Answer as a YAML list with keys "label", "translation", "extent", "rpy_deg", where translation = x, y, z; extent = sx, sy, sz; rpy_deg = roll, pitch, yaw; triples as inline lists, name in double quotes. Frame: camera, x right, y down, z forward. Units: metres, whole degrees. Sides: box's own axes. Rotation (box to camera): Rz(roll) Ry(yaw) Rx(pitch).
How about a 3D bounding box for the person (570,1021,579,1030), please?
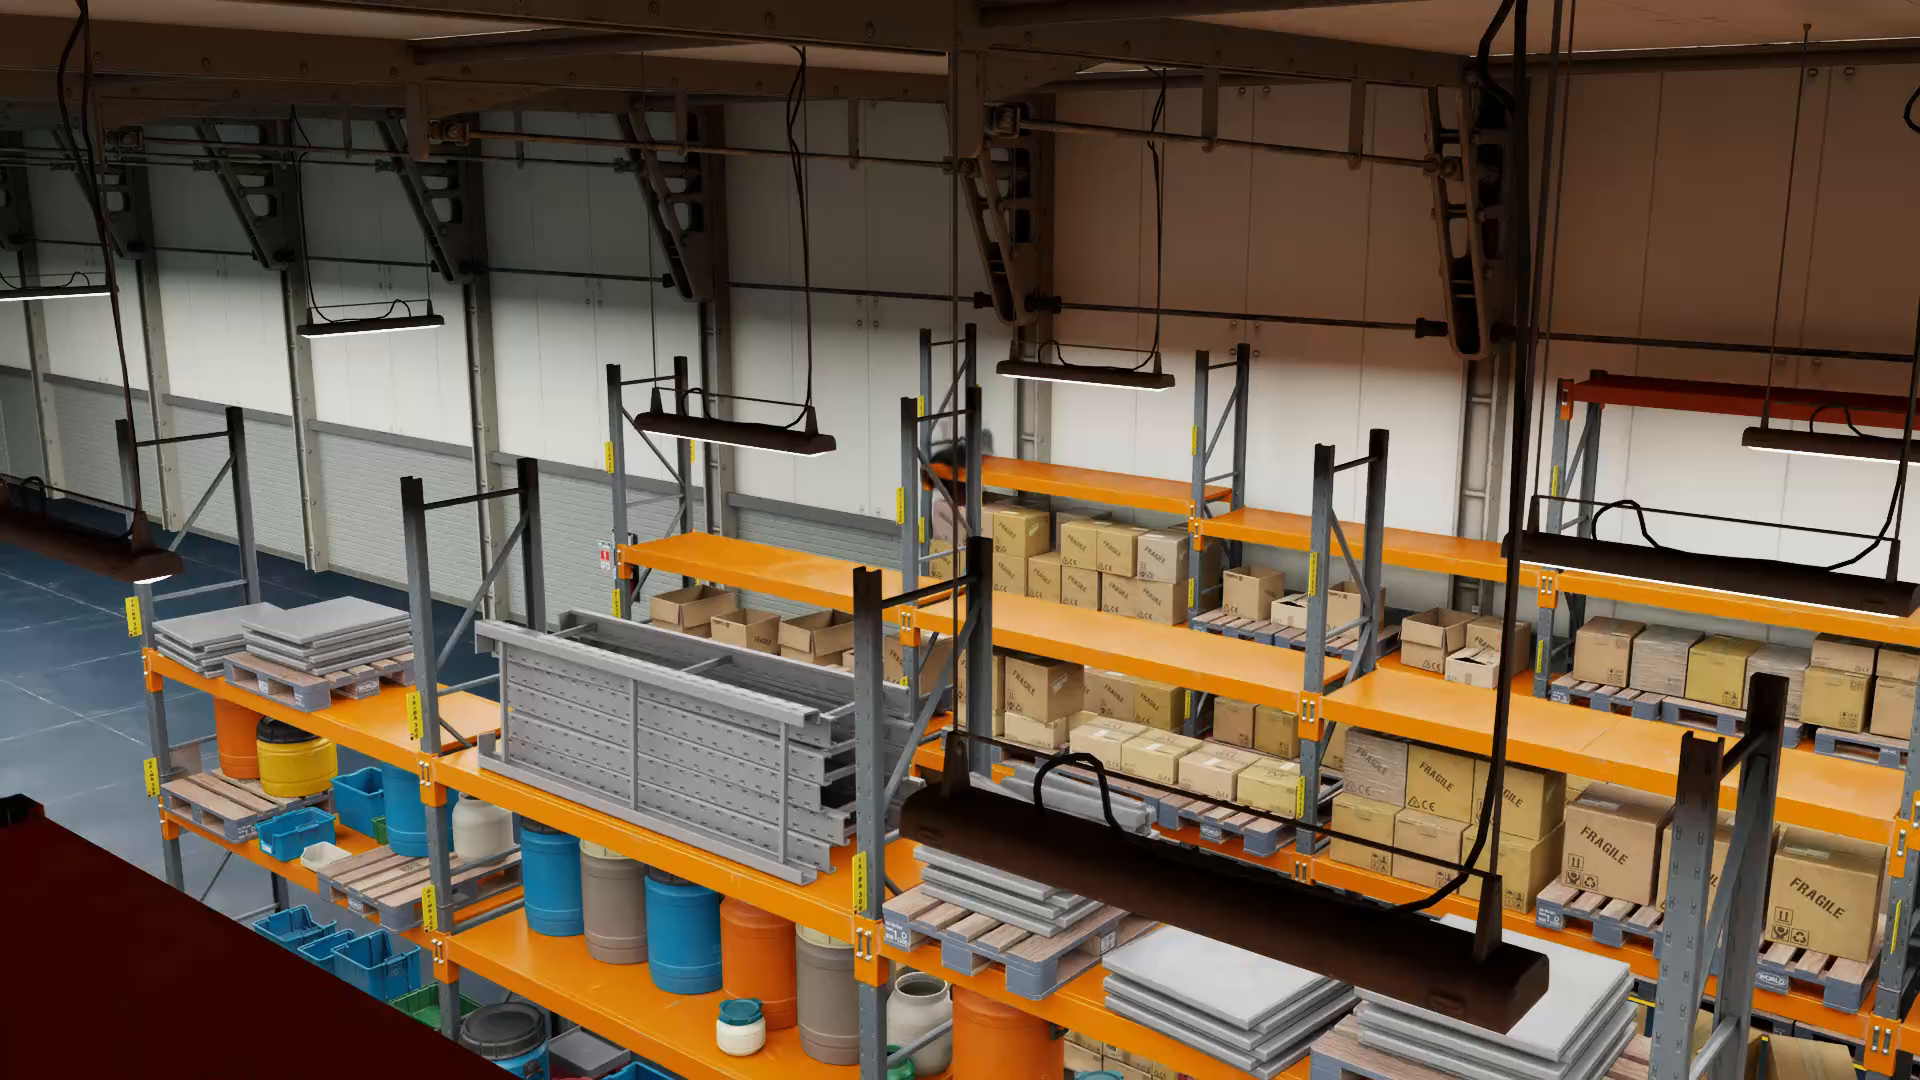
- label: "person"
  translation: [-3.077, 4.146, 14.065]
  extent: [0.542, 1.680, 0.672]
  rpy_deg: [11, 17, 41]
